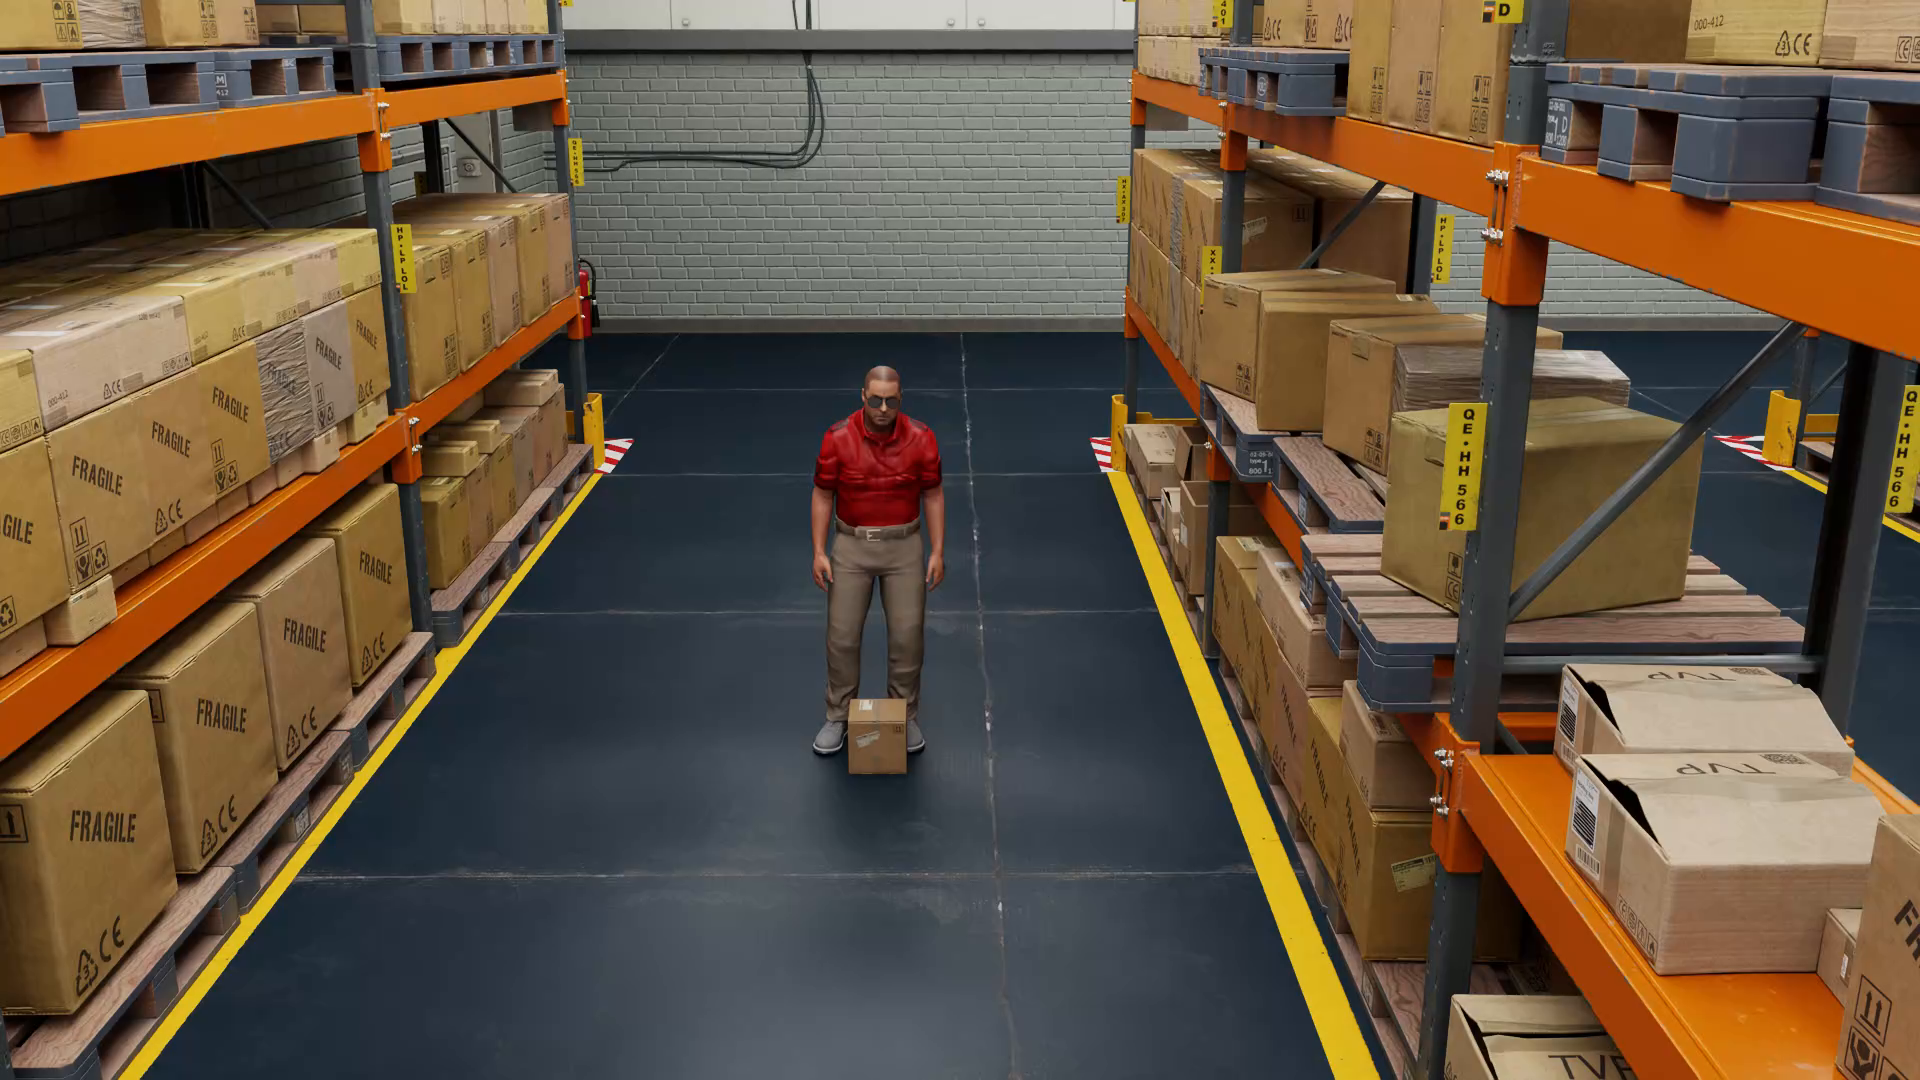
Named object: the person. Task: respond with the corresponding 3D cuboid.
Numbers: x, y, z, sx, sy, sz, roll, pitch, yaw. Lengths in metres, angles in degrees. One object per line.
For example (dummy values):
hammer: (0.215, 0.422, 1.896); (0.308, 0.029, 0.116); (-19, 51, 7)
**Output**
person: (-0.363, 0.077, 7.315); (0.605, 1.726, 0.393); (-1, 17, -4)
